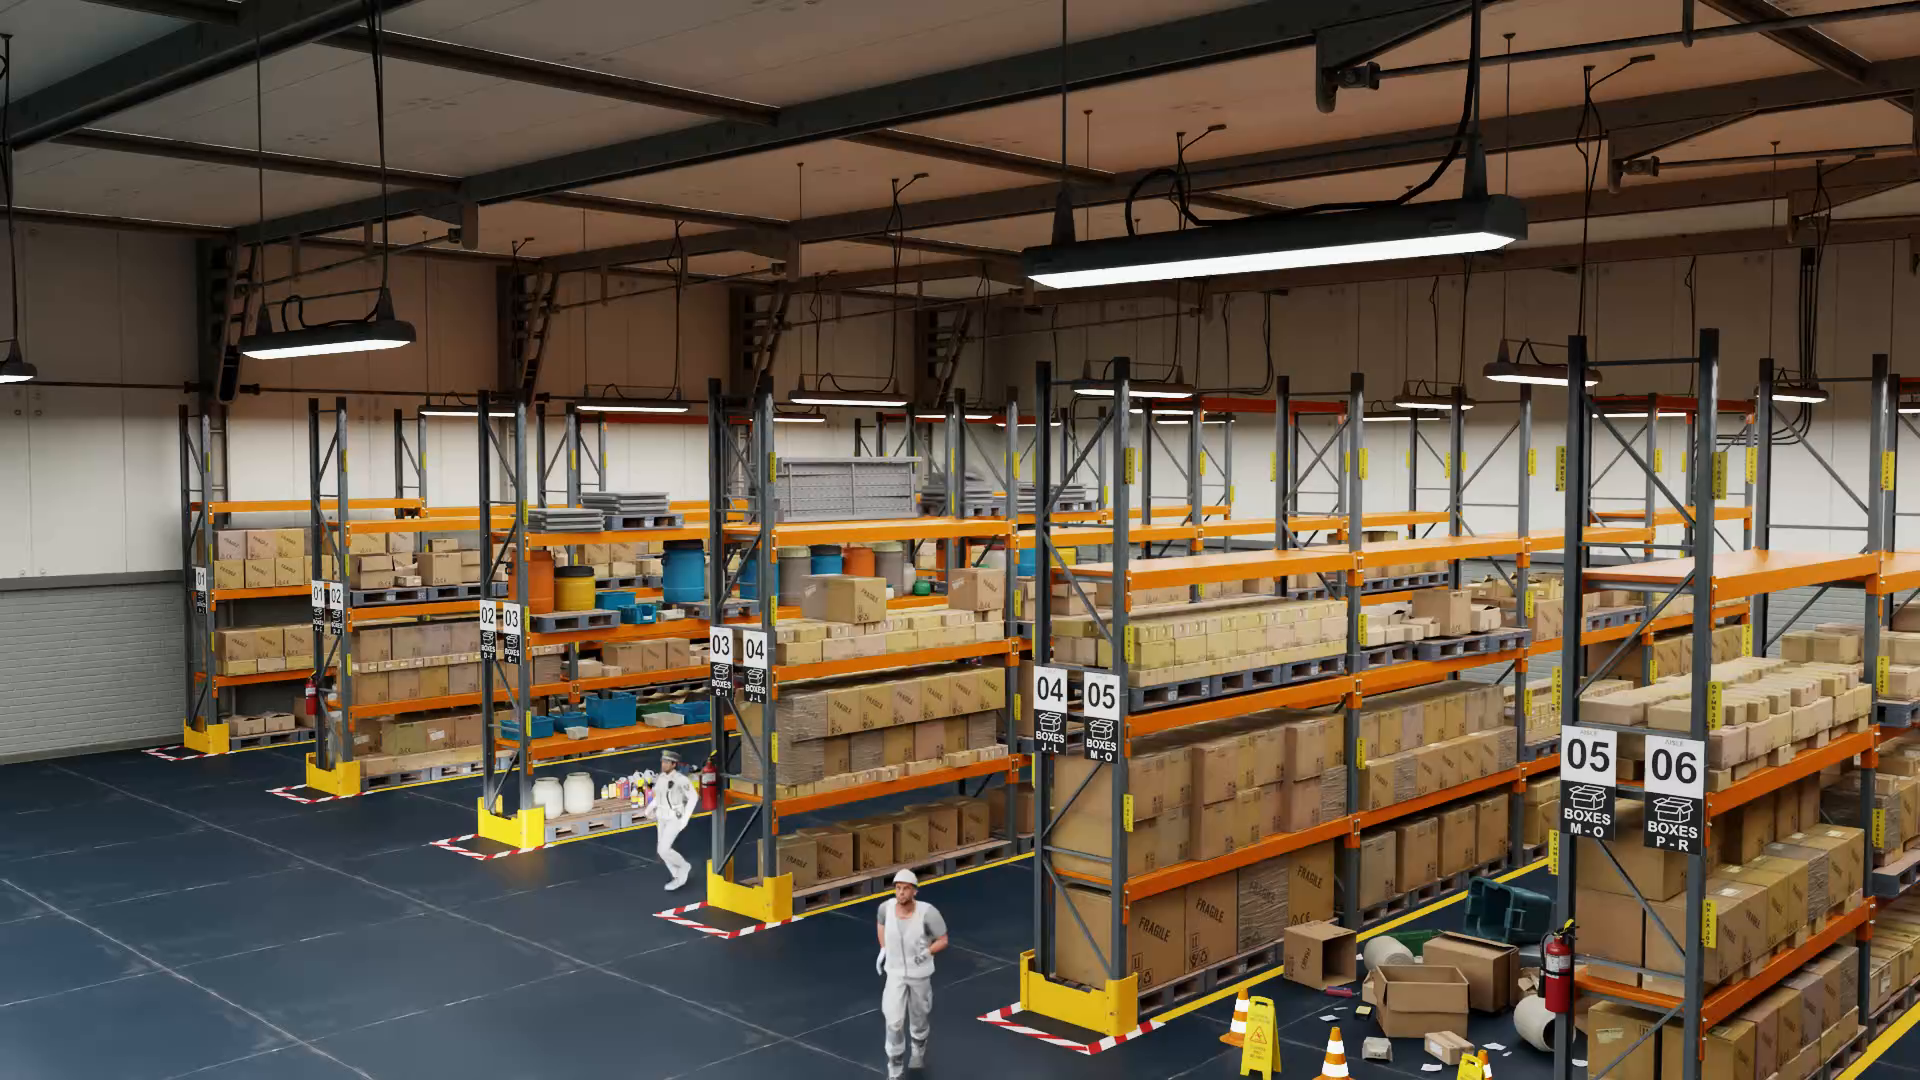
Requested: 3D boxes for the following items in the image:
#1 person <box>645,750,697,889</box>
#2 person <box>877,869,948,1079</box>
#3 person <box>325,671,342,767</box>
[{"bbox_3d":[-3.442,3.297,19.630,0.630,1.656,0.511,3,4,42],"label":"person"},{"bbox_3d":[-0.394,3.560,13.528,0.616,1.820,0.844,0,3,7],"label":"person"},{"bbox_3d":[-10.153,2.901,27.171,0.611,1.644,0.992,3,4,41],"label":"person"}]
